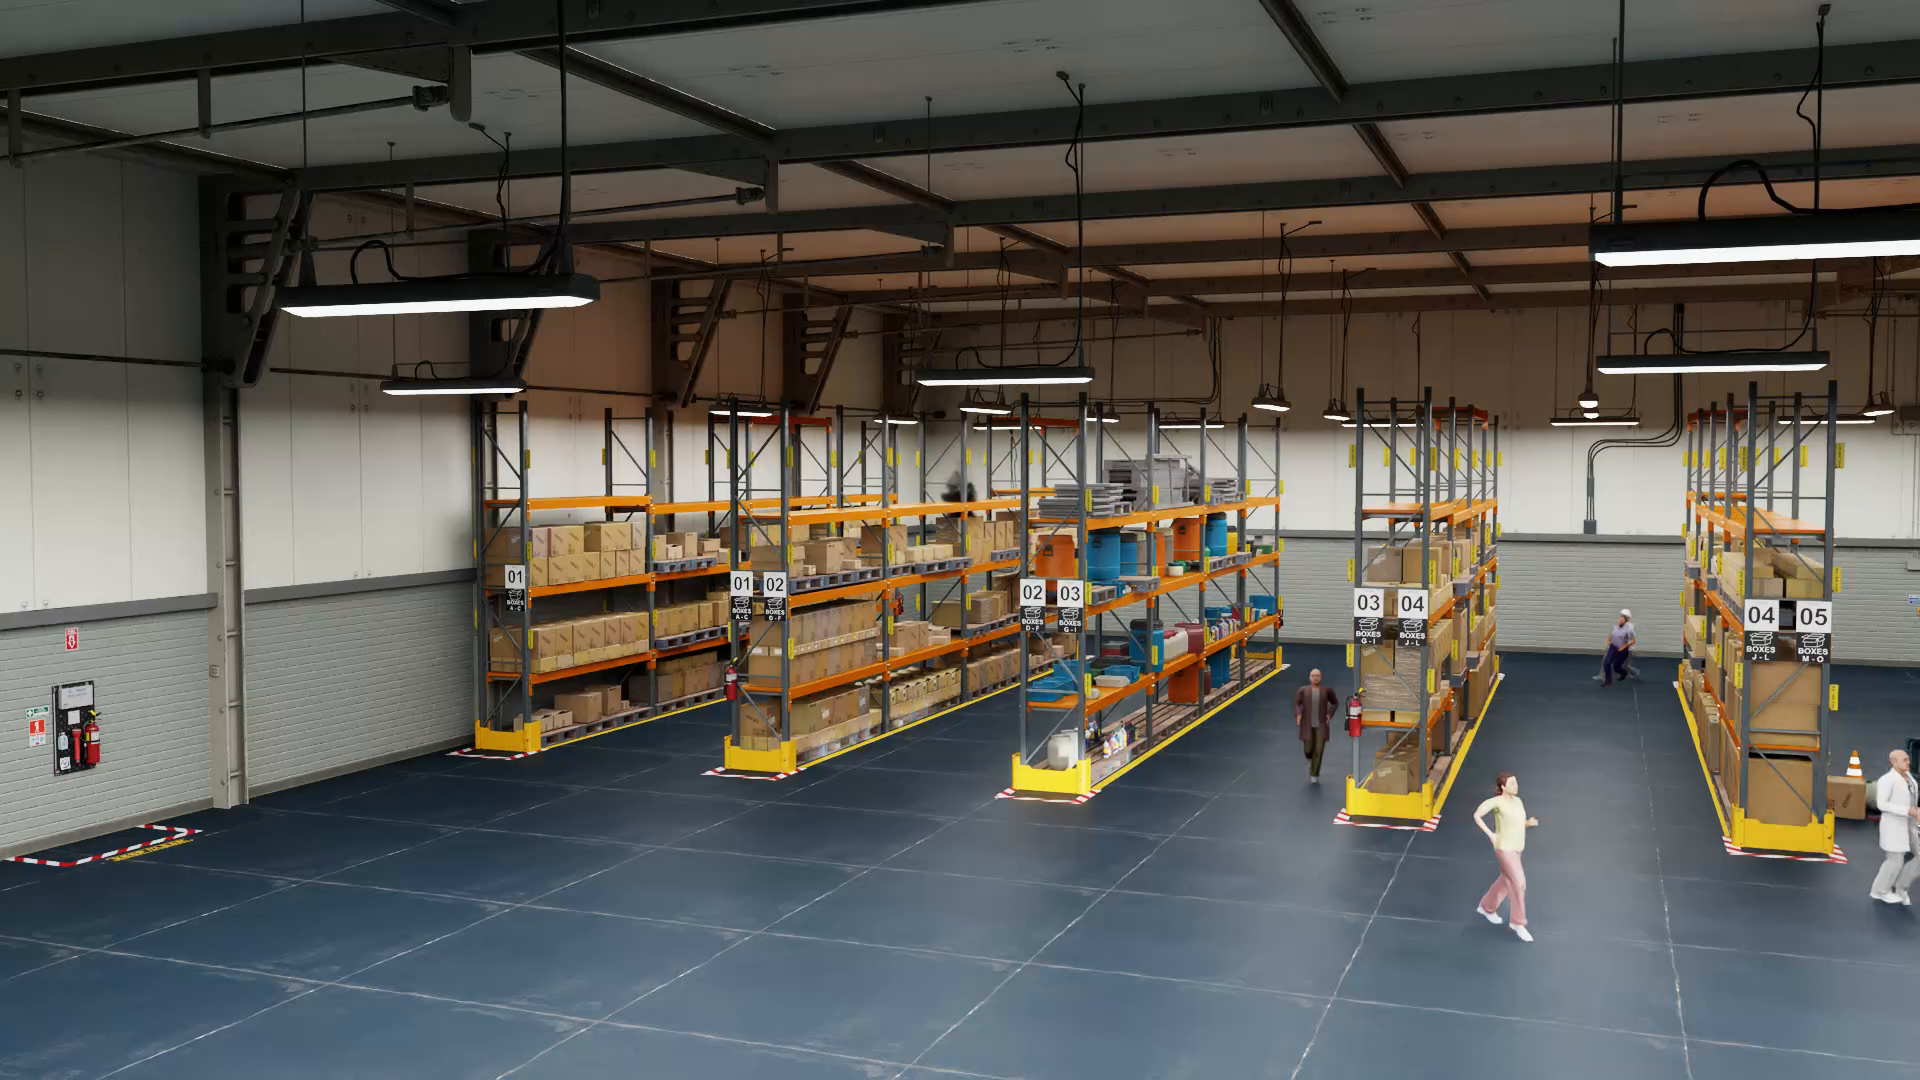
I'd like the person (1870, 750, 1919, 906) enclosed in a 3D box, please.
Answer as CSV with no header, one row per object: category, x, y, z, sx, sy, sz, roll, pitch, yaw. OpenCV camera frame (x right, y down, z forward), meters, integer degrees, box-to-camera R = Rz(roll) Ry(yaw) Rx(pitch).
person,10.516,3.221,18.537,0.682,1.768,0.726,-1,3,-24

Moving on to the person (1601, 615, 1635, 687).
person,14.521,2.448,36.570,0.692,1.583,0.647,-2,3,-37

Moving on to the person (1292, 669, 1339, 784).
person,5.526,2.885,25.857,0.711,1.734,0.686,1,3,12

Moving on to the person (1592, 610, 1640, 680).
person,14.842,2.368,37.301,1.044,1.619,0.734,-1,3,-15

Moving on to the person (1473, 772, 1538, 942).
person,5.773,3.301,17.556,0.563,1.719,0.742,-2,4,-38
